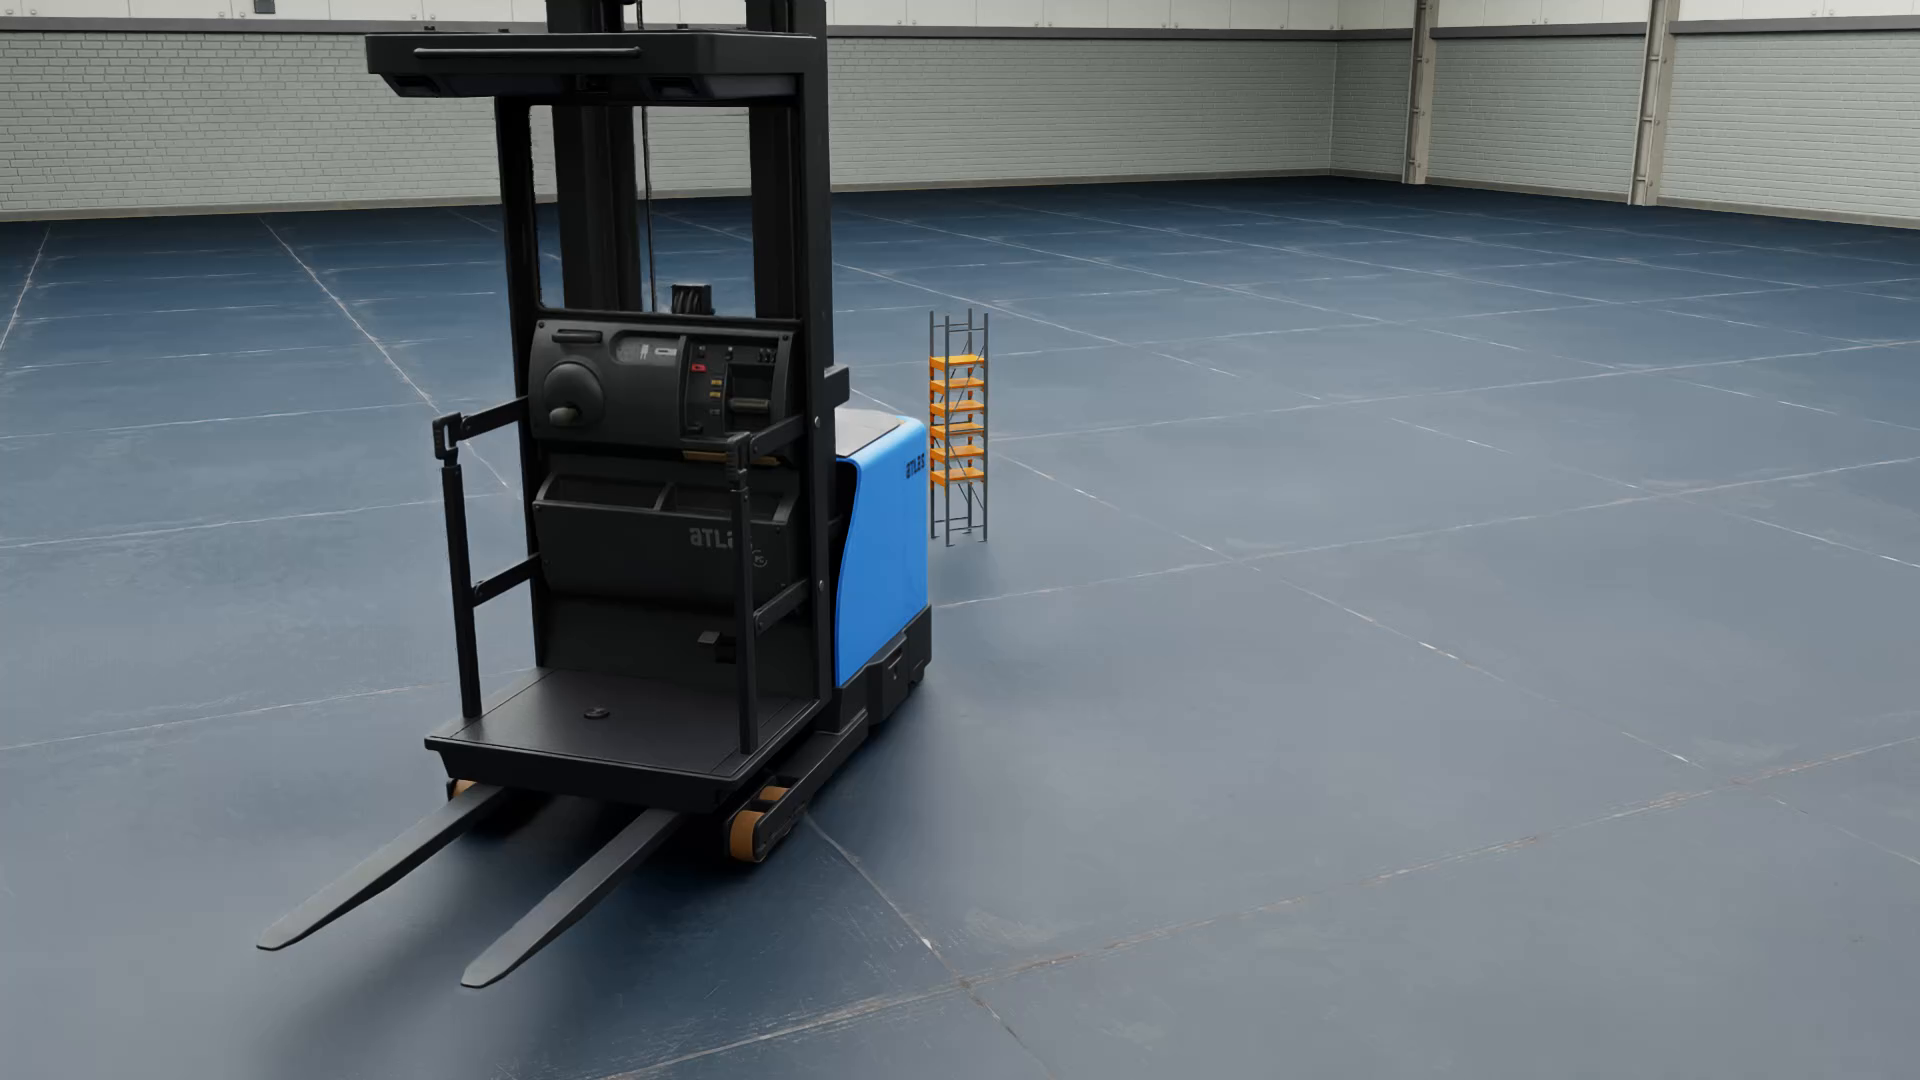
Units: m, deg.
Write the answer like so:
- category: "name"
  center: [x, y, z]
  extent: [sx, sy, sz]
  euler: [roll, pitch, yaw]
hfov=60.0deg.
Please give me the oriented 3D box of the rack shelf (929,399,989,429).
- category: "rack shelf"
  center: [-0.006, -0.653, 8.577]
  extent: [0.258, 0.103, 0.180]
  euler: [-8, 18, -25]

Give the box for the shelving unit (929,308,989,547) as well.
- category: "shelving unit"
  center: [-0.006, -0.580, 8.598]
  extent: [0.258, 1.200, 0.189]
  euler: [-8, 18, -25]

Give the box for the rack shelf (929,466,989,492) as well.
- category: "rack shelf"
  center: [-0.006, -0.307, 8.676]
  extent: [0.258, 0.103, 0.180]
  euler: [-8, 18, -25]

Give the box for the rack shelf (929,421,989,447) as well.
- category: "rack shelf"
  center: [-0.006, -0.538, 8.610]
  extent: [0.258, 0.103, 0.180]
  euler: [-8, 18, -25]

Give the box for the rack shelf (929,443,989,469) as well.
- category: "rack shelf"
  center: [-0.006, -0.422, 8.643]
  extent: [0.258, 0.103, 0.180]
  euler: [-8, 18, -25]

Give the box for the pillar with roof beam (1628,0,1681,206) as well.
- category: "pillar with roof beam"
  center: [8.204, -9.737, 26.369]
  extent: [9.100, 9.000, 0.400]
  euler: [-8, 18, -25]

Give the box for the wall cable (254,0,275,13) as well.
- category: "wall cable"
  center: [-10.432, -11.607, 26.719]
  extent: [2.305, 6.003, 0.169]
  euler: [-8, 18, -25]

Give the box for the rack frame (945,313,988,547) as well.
- category: "rack frame"
  center: [0.034, -0.558, 8.519]
  extent: [0.240, 1.200, 0.006]
  euler: [-8, 18, -25]

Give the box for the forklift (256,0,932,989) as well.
- category: "forklift"
  center: [-1.046, -0.517, 5.240]
  extent: [1.130, 2.935, 3.031]
  euler: [5, 17, 17]

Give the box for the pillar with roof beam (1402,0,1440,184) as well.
- category: "pillar with roof beam"
  center: [5.575, -11.225, 31.553]
  extent: [9.100, 9.000, 0.400]
  euler: [-8, 18, -25]

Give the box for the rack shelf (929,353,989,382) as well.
- category: "rack shelf"
  center: [-0.006, -0.884, 8.511]
  extent: [0.258, 0.103, 0.180]
  euler: [-8, 18, -25]

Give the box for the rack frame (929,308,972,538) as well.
- category: "rack frame"
  center: [-0.046, -0.603, 8.677]
  extent: [0.240, 1.200, 0.006]
  euler: [-8, 18, -25]

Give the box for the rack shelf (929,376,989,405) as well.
- category: "rack shelf"
  center: [-0.006, -0.768, 8.544]
  extent: [0.258, 0.103, 0.180]
  euler: [-8, 18, -25]
